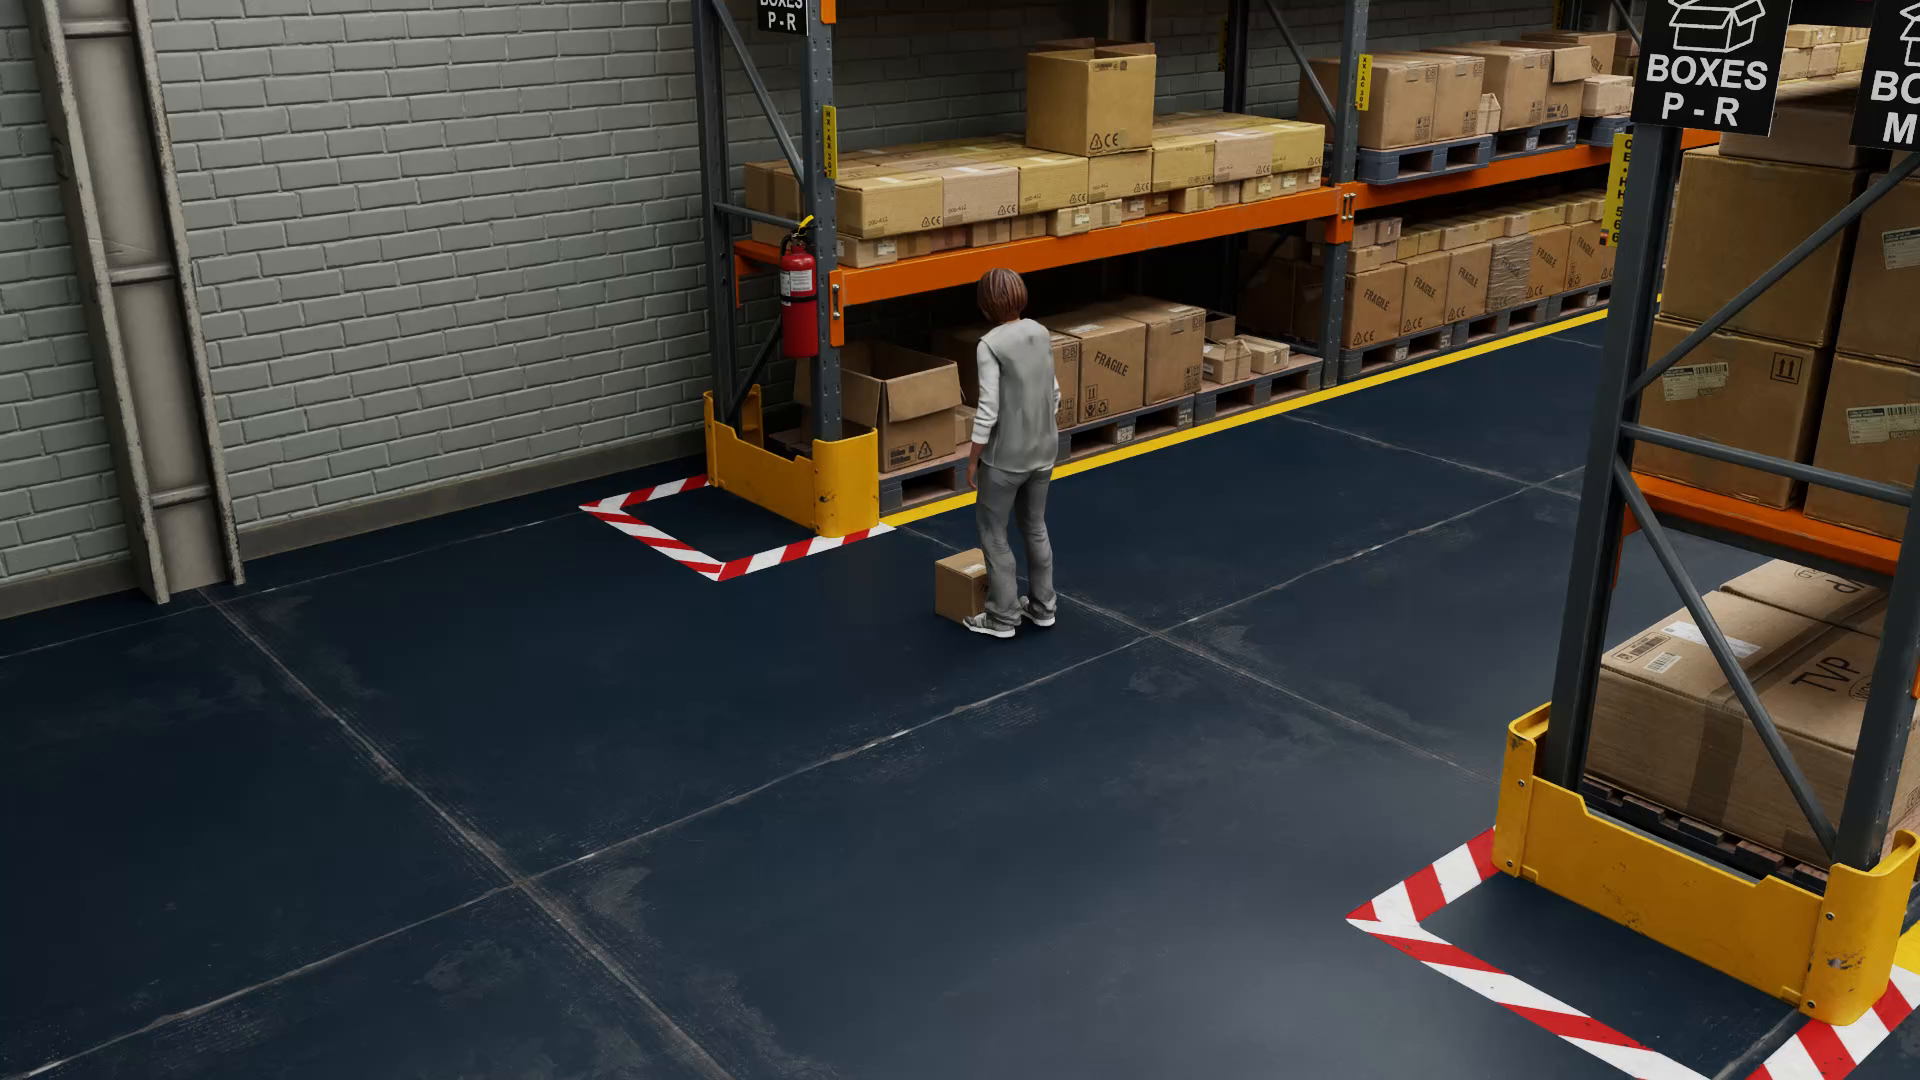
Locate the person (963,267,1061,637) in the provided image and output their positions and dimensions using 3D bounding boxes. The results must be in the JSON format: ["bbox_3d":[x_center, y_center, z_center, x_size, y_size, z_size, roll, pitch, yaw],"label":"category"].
[{"bbox_3d":[0.219,-0.344,6.997,0.478,1.582,0.367,-18,28,-39],"label":"person"}]
